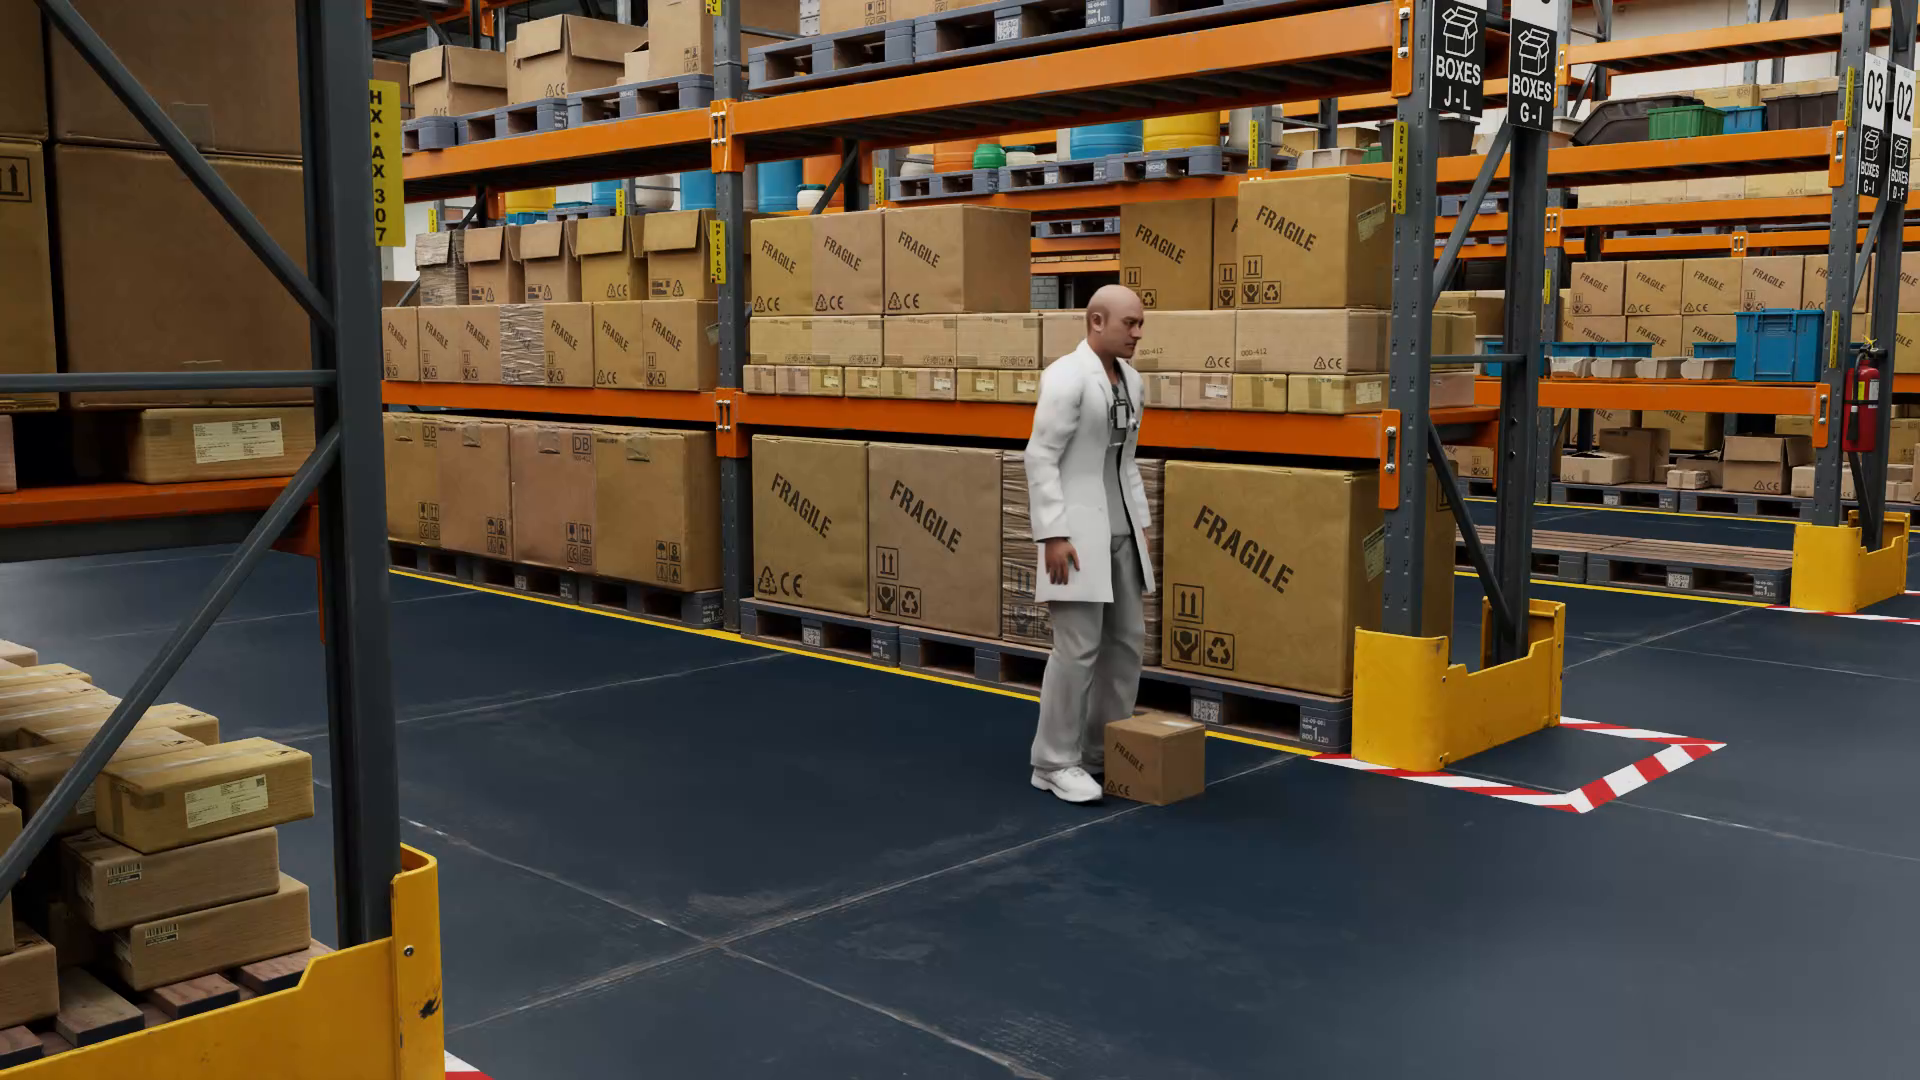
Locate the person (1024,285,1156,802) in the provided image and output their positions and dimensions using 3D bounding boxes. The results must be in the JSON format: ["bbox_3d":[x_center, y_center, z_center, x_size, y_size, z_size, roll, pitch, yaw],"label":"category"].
[{"bbox_3d":[0.482,-0.007,5.882,0.431,1.772,0.642,6,9,40],"label":"person"}]
